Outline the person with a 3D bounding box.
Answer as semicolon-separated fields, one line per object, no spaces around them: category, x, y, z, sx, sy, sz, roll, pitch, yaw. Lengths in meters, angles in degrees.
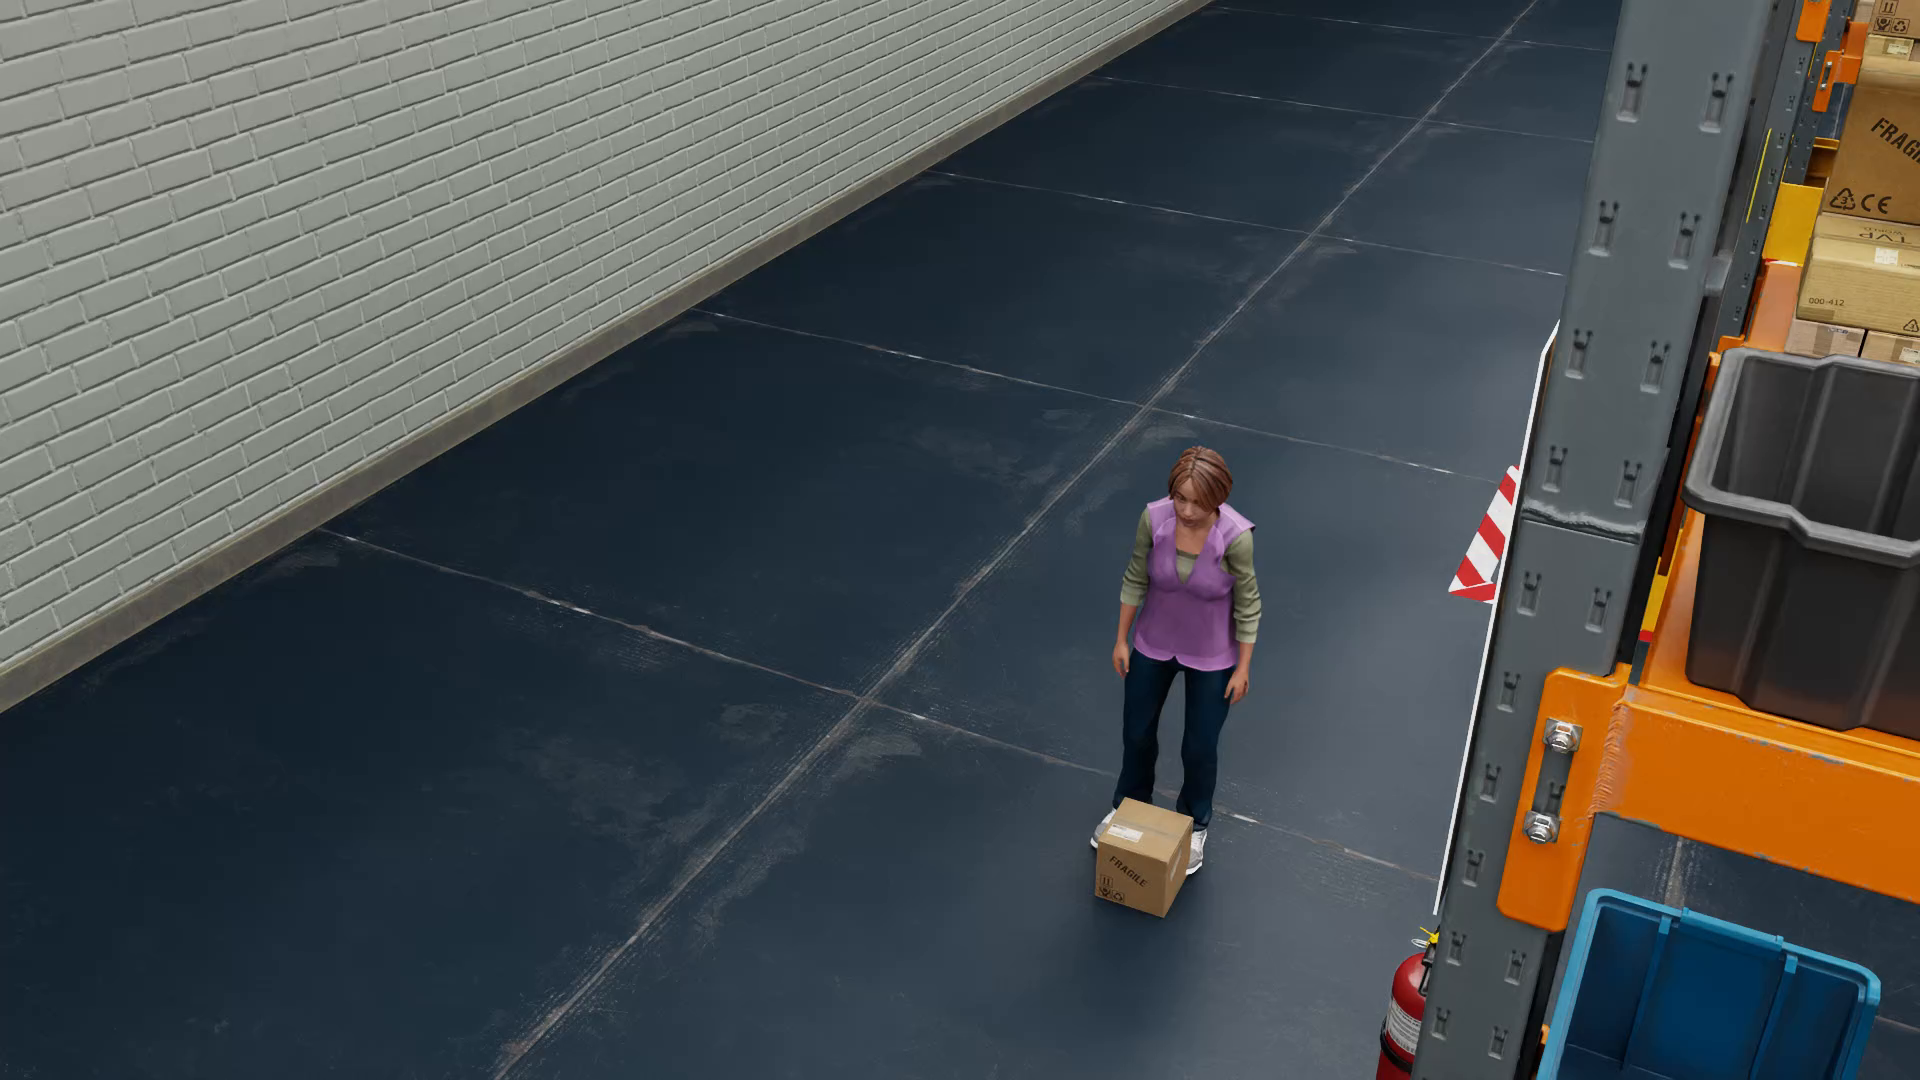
person;0.731;0.385;5.487;0.485;1.594;0.341;13;33;21
